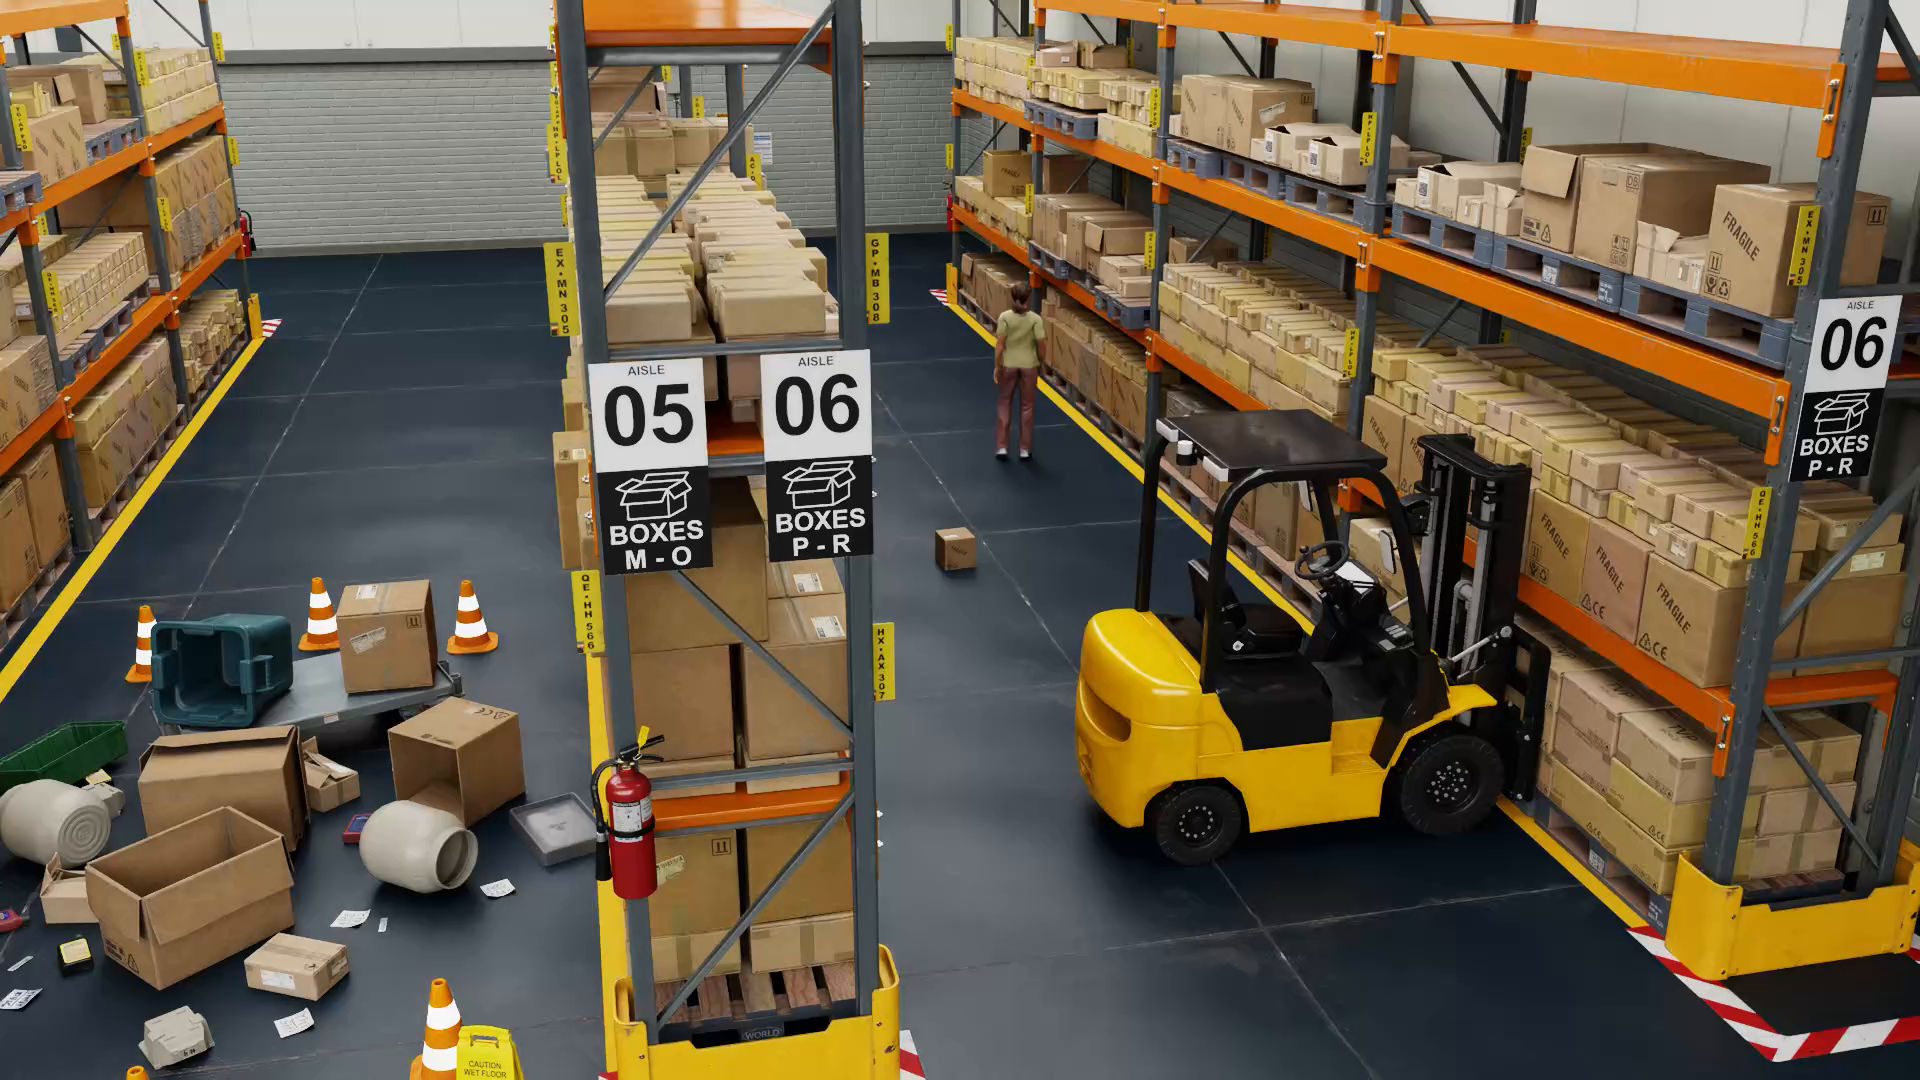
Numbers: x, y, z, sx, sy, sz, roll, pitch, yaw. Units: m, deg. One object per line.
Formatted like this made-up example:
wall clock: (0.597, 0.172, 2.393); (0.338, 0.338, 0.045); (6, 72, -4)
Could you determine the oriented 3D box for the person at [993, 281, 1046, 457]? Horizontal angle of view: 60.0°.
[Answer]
person: (0.557, -1.565, 15.427); (0.480, 1.714, 0.451); (2, 20, 6)
